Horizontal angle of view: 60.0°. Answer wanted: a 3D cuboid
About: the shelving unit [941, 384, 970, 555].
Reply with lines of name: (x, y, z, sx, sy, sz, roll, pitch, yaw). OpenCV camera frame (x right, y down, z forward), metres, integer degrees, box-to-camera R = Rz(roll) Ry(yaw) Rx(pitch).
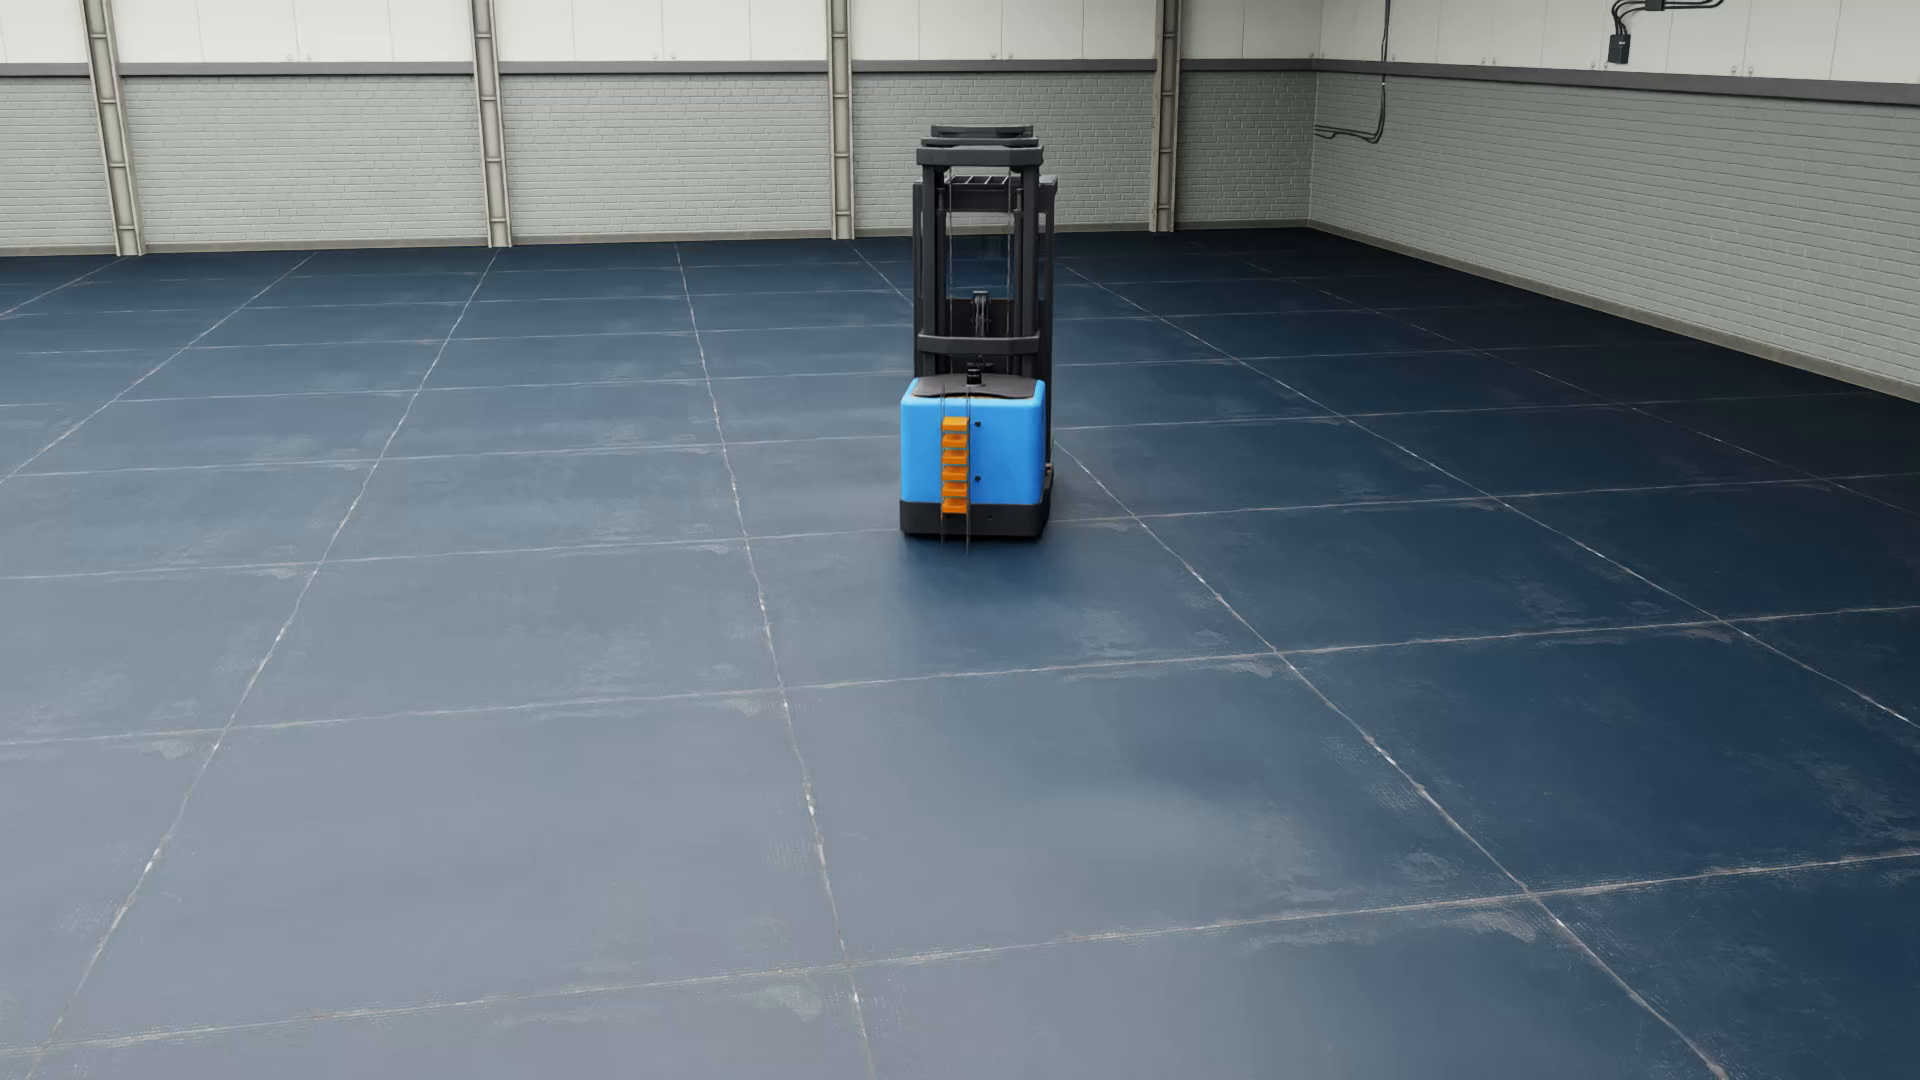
shelving unit: (-0.031, -0.501, 11.898, 0.189, 1.200, 0.258, 1, 17, 5)

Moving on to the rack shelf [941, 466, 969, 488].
rack shelf: (-0.031, -0.458, 11.911, 0.180, 0.103, 0.258, 1, 17, 5)

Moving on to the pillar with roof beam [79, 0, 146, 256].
pillar with roof beam: (-13.086, -7.854, 22.555, 0.400, 9.000, 9.100, -3, 17, -10)

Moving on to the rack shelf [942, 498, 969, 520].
rack shelf: (-0.031, -0.229, 11.982, 0.180, 0.103, 0.258, 1, 17, 5)

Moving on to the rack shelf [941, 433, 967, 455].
rack shelf: (-0.031, -0.688, 11.840, 0.180, 0.103, 0.258, 1, 17, 5)

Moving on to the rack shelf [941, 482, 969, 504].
rack shelf: (-0.031, -0.344, 11.946, 0.180, 0.103, 0.258, 1, 17, 5)

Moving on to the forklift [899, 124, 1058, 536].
forklift: (0.202, -1.812, 13.220, 1.130, 2.935, 3.031, 1, 17, 5)

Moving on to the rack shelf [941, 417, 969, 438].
rack shelf: (-0.031, -0.802, 11.805, 0.180, 0.103, 0.258, 1, 17, 5)

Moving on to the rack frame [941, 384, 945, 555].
rack frame: (-0.122, -0.503, 11.906, 0.006, 1.200, 0.240, 1, 17, 5)

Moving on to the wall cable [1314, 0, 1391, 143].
wall cable: (6.913, -8.396, 29.609, 0.112, 2.526, 3.097, -3, 17, -10)

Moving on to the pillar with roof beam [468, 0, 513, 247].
pillar with roof beam: (-7.195, -8.188, 23.644, 0.400, 9.000, 9.100, -3, 17, -10)

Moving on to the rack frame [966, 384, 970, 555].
rack frame: (0.060, -0.498, 11.890, 0.006, 1.200, 0.240, 1, 17, 5)

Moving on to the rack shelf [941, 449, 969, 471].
rack shelf: (-0.031, -0.573, 11.876, 0.180, 0.103, 0.258, 1, 17, 5)

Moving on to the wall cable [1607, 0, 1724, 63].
wall cable: (8.699, -8.768, 19.741, 0.169, 6.003, 2.305, -3, 17, -10)

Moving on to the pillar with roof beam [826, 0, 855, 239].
pillar with roof beam: (-1.304, -8.522, 24.732, 0.400, 9.000, 9.100, -3, 17, -10)
